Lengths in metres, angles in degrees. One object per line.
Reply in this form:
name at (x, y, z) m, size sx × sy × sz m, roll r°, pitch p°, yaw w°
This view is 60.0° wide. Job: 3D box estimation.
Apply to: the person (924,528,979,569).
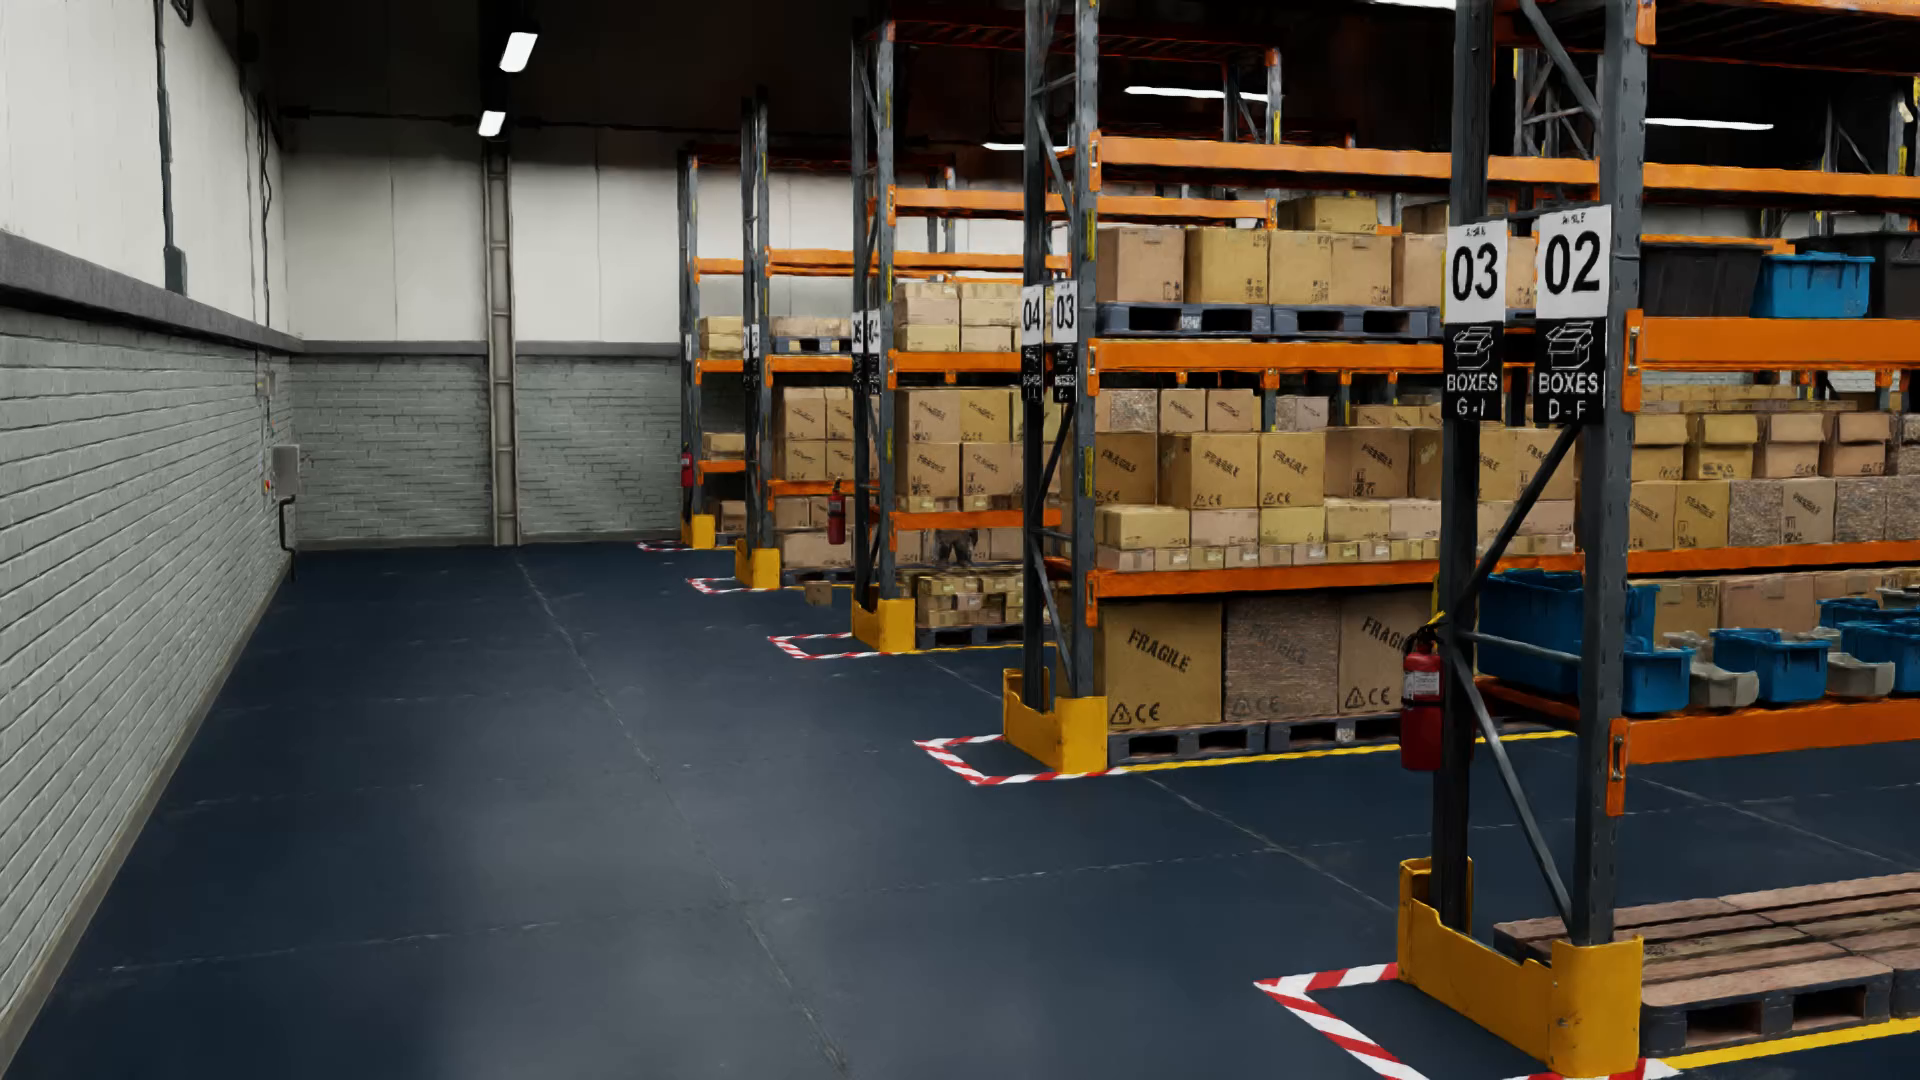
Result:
person at (-0.074, -0.097, 17.903) m, size 0.596 × 1.790 × 0.401 m, roll -2°, pitch 6°, yaw -16°
